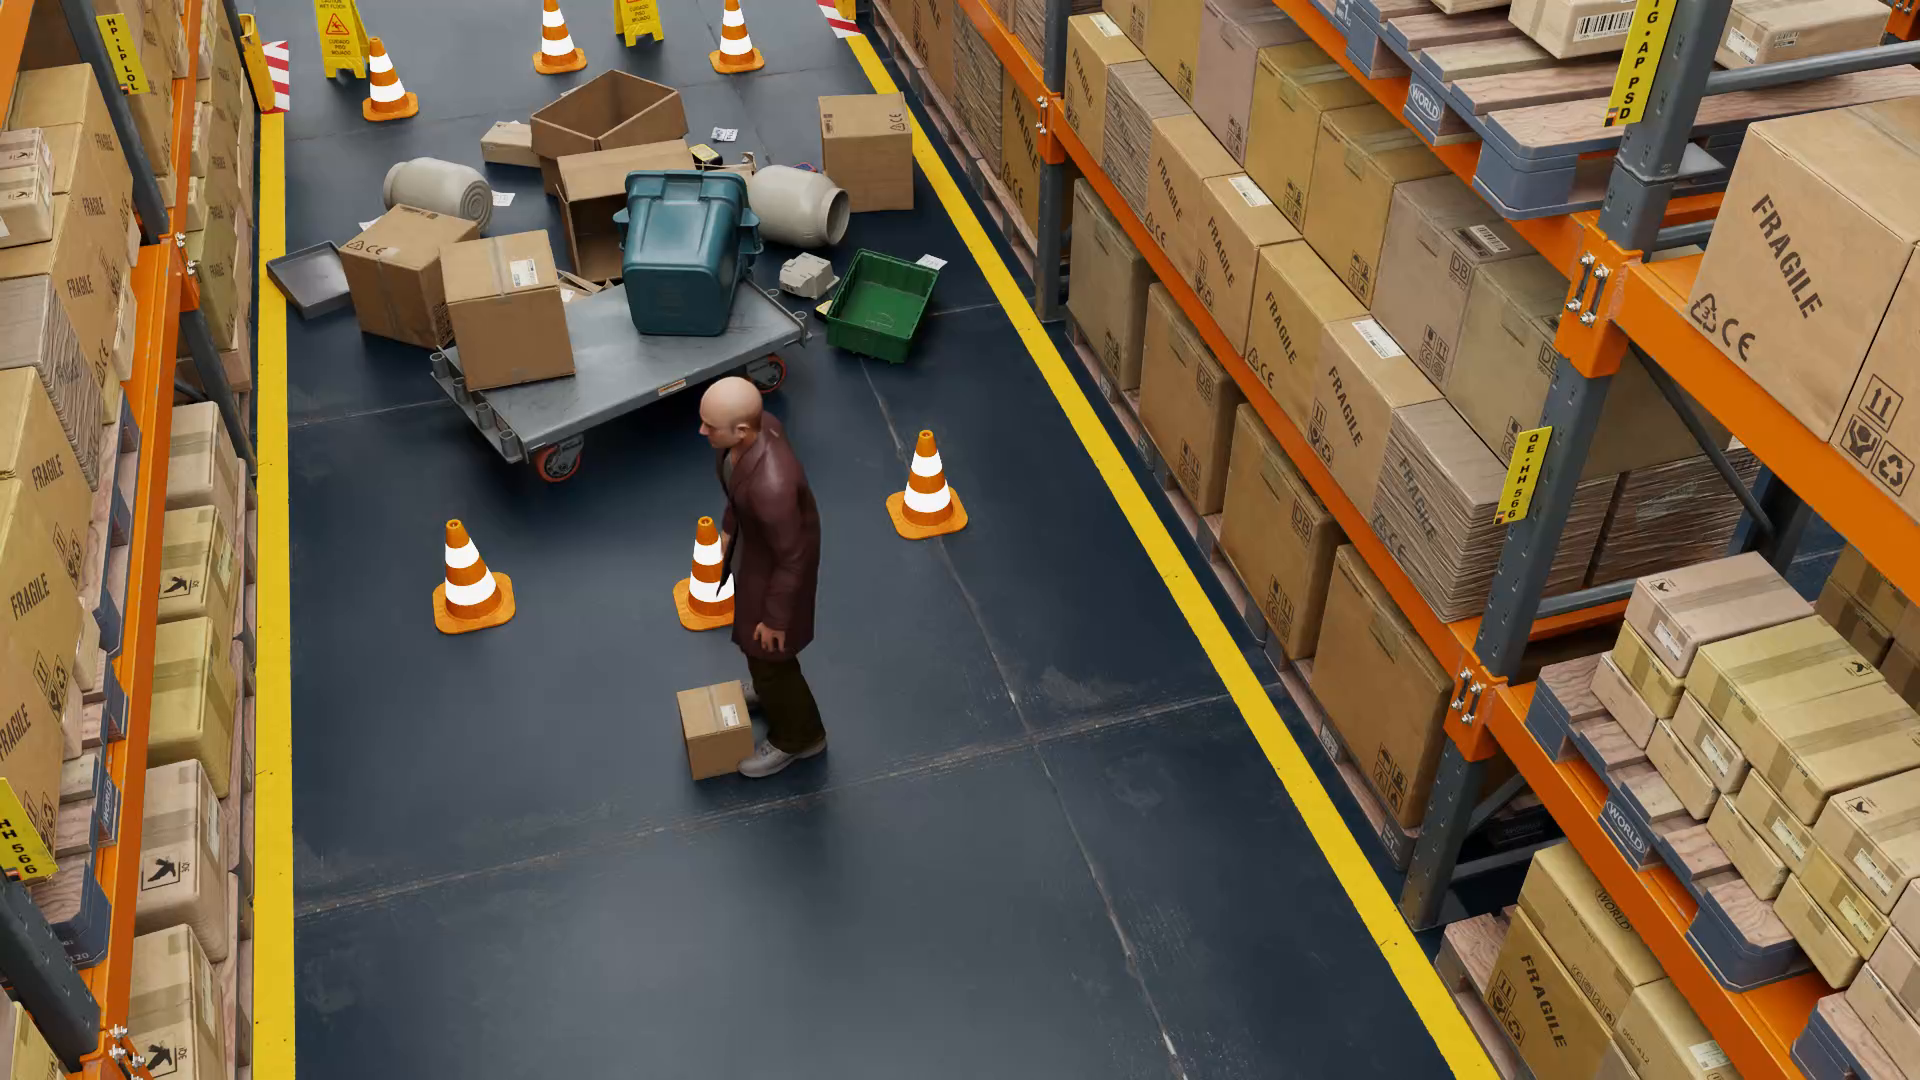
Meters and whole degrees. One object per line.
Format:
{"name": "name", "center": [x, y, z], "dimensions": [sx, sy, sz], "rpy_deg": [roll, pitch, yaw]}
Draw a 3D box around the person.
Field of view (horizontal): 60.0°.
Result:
{"name": "person", "center": [-0.712, 0.124, 6.031], "dimensions": [0.417, 1.774, 0.656], "rpy_deg": [-13, 43, -15]}
